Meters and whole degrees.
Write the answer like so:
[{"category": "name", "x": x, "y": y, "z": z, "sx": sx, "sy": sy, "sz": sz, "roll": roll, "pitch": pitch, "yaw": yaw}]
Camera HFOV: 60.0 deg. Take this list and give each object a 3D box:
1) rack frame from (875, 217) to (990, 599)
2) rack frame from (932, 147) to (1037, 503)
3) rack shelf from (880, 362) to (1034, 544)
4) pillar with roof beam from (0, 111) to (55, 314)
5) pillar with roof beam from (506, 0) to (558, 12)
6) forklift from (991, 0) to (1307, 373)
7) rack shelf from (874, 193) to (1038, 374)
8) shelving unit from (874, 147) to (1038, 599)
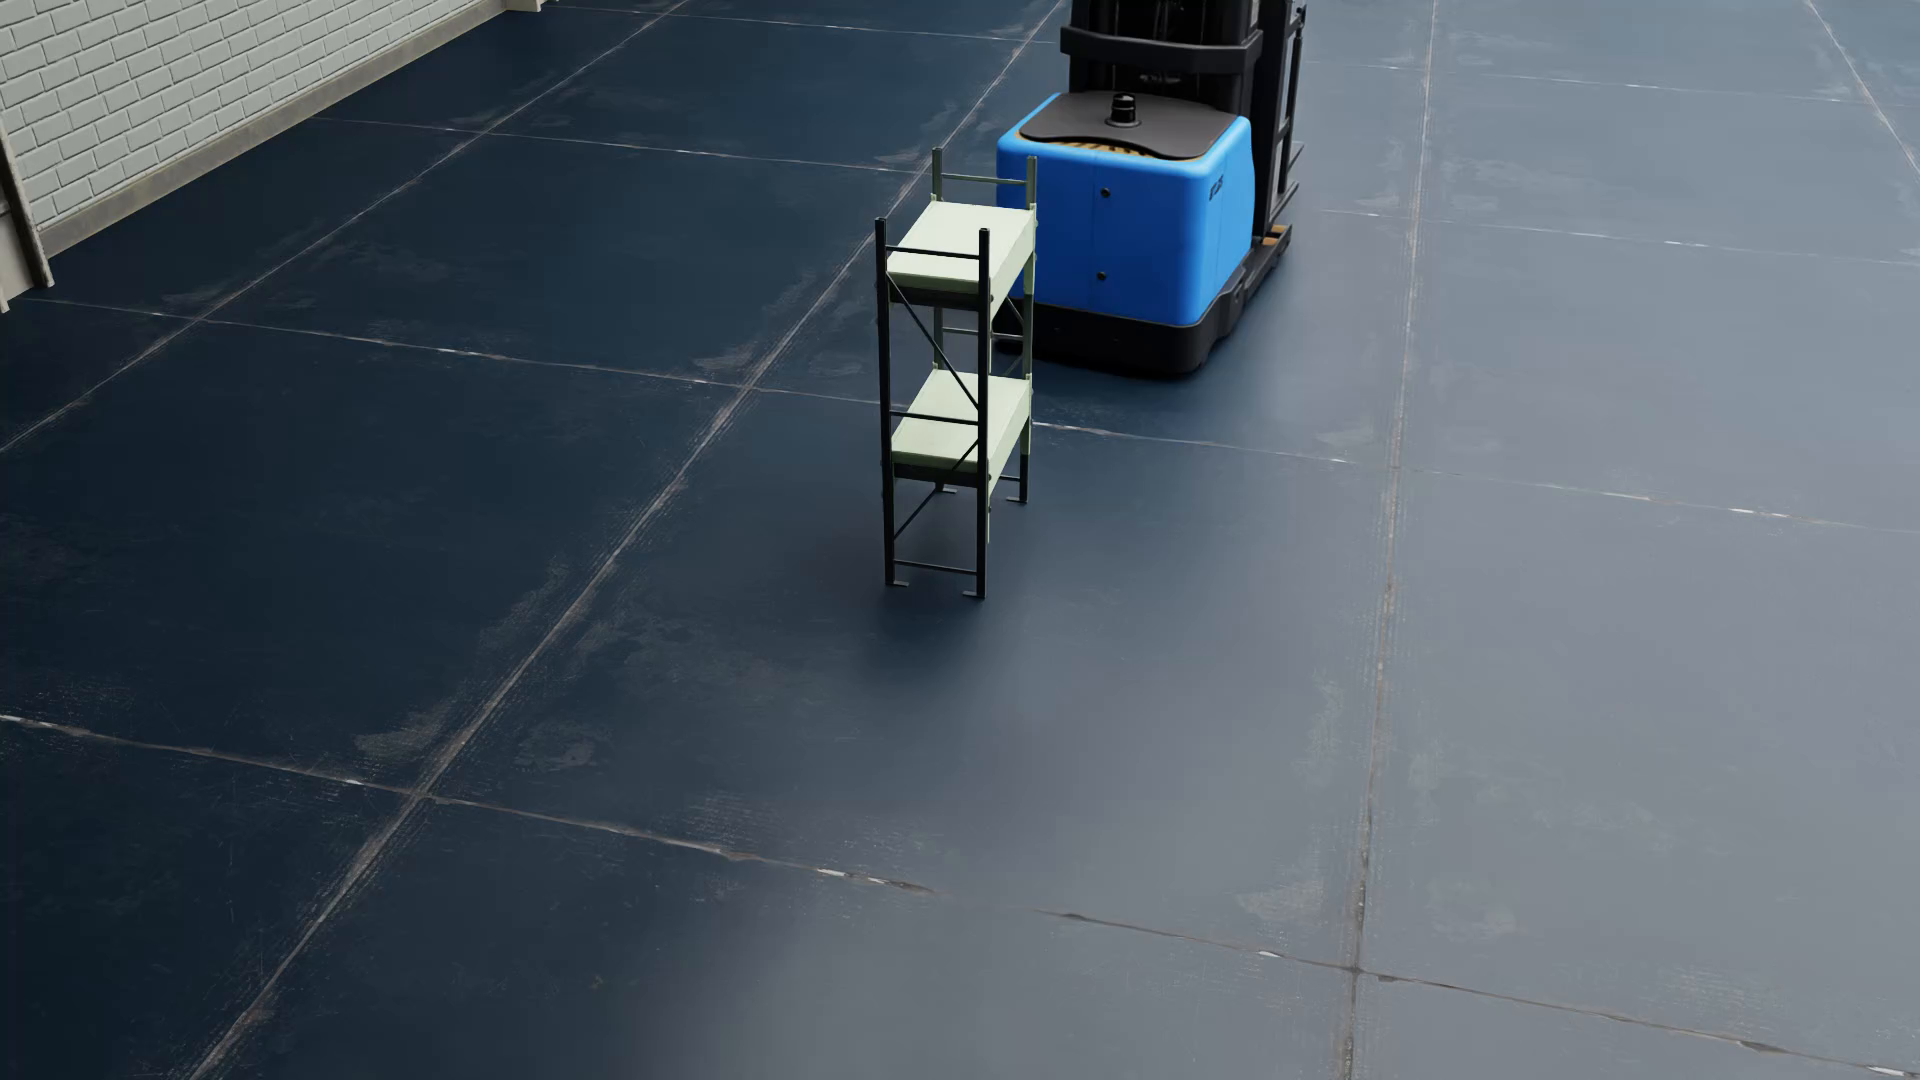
[{"category": "rack frame", "x": -0.095, "y": -0.440, "z": 6.043, "sx": 0.400, "sy": 1.500, "sz": 0.023, "roll": 8, "pitch": 33, "yaw": 12}, {"category": "rack frame", "x": 0.091, "y": -0.819, "z": 6.641, "sx": 0.400, "sy": 1.500, "sz": 0.023, "roll": 8, "pitch": 33, "yaw": 12}, {"category": "rack shelf", "x": -0.002, "y": -0.354, "z": 6.517, "sx": 0.431, "sy": 0.370, "sz": 0.720, "roll": 8, "pitch": 33, "yaw": 12}, {"category": "pillar with roof beam", "x": -0.882, "y": -4.505, "z": 5.448, "sx": 9.100, "sy": 9.000, "sz": 0.400, "roll": 8, "pitch": 33, "yaw": 12}, {"category": "pillar with roof beam", "x": 0.640, "y": -7.618, "z": 10.346, "sx": 9.100, "sy": 9.000, "sz": 0.400, "roll": 8, "pitch": 33, "yaw": 12}, {"category": "forklift", "x": 1.195, "y": -2.804, "z": 8.428, "sx": 1.130, "sy": 2.935, "sz": 3.031, "roll": 13, "pitch": 35, "yaw": 19}, {"category": "rack shelf", "x": -0.002, "y": -0.959, "z": 6.133, "sx": 0.431, "sy": 0.370, "sz": 0.720, "roll": 8, "pitch": 33, "yaw": 12}, {"category": "shelving unit", "x": -0.002, "y": -0.629, "z": 6.342, "sx": 0.431, "sy": 1.500, "sz": 0.755, "roll": 8, "pitch": 33, "yaw": 12}]
